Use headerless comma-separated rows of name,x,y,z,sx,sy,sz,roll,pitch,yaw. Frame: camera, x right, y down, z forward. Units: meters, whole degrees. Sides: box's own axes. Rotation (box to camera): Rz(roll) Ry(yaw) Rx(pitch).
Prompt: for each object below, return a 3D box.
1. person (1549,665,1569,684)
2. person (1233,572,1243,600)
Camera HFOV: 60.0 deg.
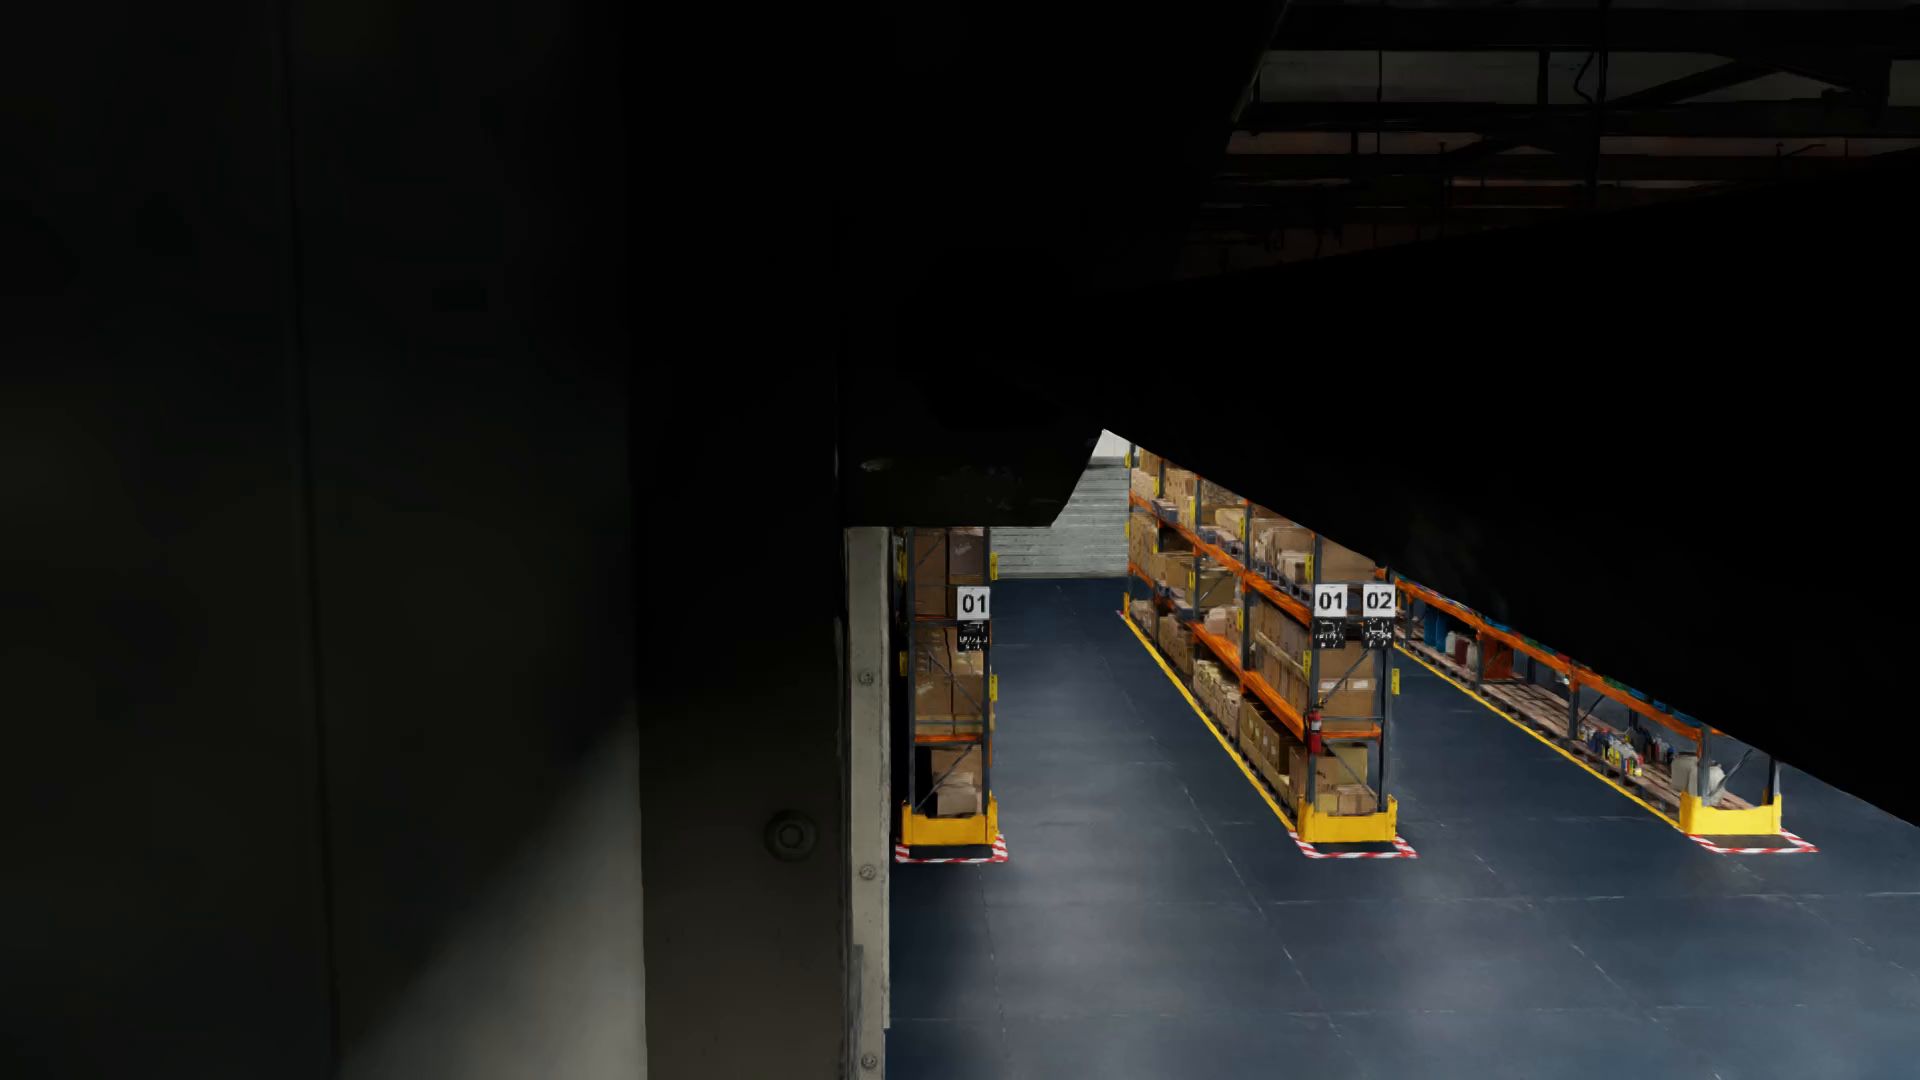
person,10.736,1.697,29.635,0.454,1.674,0.538,-4,8,-30
person,5.787,1.078,34.406,0.360,1.688,0.607,-1,7,-8
